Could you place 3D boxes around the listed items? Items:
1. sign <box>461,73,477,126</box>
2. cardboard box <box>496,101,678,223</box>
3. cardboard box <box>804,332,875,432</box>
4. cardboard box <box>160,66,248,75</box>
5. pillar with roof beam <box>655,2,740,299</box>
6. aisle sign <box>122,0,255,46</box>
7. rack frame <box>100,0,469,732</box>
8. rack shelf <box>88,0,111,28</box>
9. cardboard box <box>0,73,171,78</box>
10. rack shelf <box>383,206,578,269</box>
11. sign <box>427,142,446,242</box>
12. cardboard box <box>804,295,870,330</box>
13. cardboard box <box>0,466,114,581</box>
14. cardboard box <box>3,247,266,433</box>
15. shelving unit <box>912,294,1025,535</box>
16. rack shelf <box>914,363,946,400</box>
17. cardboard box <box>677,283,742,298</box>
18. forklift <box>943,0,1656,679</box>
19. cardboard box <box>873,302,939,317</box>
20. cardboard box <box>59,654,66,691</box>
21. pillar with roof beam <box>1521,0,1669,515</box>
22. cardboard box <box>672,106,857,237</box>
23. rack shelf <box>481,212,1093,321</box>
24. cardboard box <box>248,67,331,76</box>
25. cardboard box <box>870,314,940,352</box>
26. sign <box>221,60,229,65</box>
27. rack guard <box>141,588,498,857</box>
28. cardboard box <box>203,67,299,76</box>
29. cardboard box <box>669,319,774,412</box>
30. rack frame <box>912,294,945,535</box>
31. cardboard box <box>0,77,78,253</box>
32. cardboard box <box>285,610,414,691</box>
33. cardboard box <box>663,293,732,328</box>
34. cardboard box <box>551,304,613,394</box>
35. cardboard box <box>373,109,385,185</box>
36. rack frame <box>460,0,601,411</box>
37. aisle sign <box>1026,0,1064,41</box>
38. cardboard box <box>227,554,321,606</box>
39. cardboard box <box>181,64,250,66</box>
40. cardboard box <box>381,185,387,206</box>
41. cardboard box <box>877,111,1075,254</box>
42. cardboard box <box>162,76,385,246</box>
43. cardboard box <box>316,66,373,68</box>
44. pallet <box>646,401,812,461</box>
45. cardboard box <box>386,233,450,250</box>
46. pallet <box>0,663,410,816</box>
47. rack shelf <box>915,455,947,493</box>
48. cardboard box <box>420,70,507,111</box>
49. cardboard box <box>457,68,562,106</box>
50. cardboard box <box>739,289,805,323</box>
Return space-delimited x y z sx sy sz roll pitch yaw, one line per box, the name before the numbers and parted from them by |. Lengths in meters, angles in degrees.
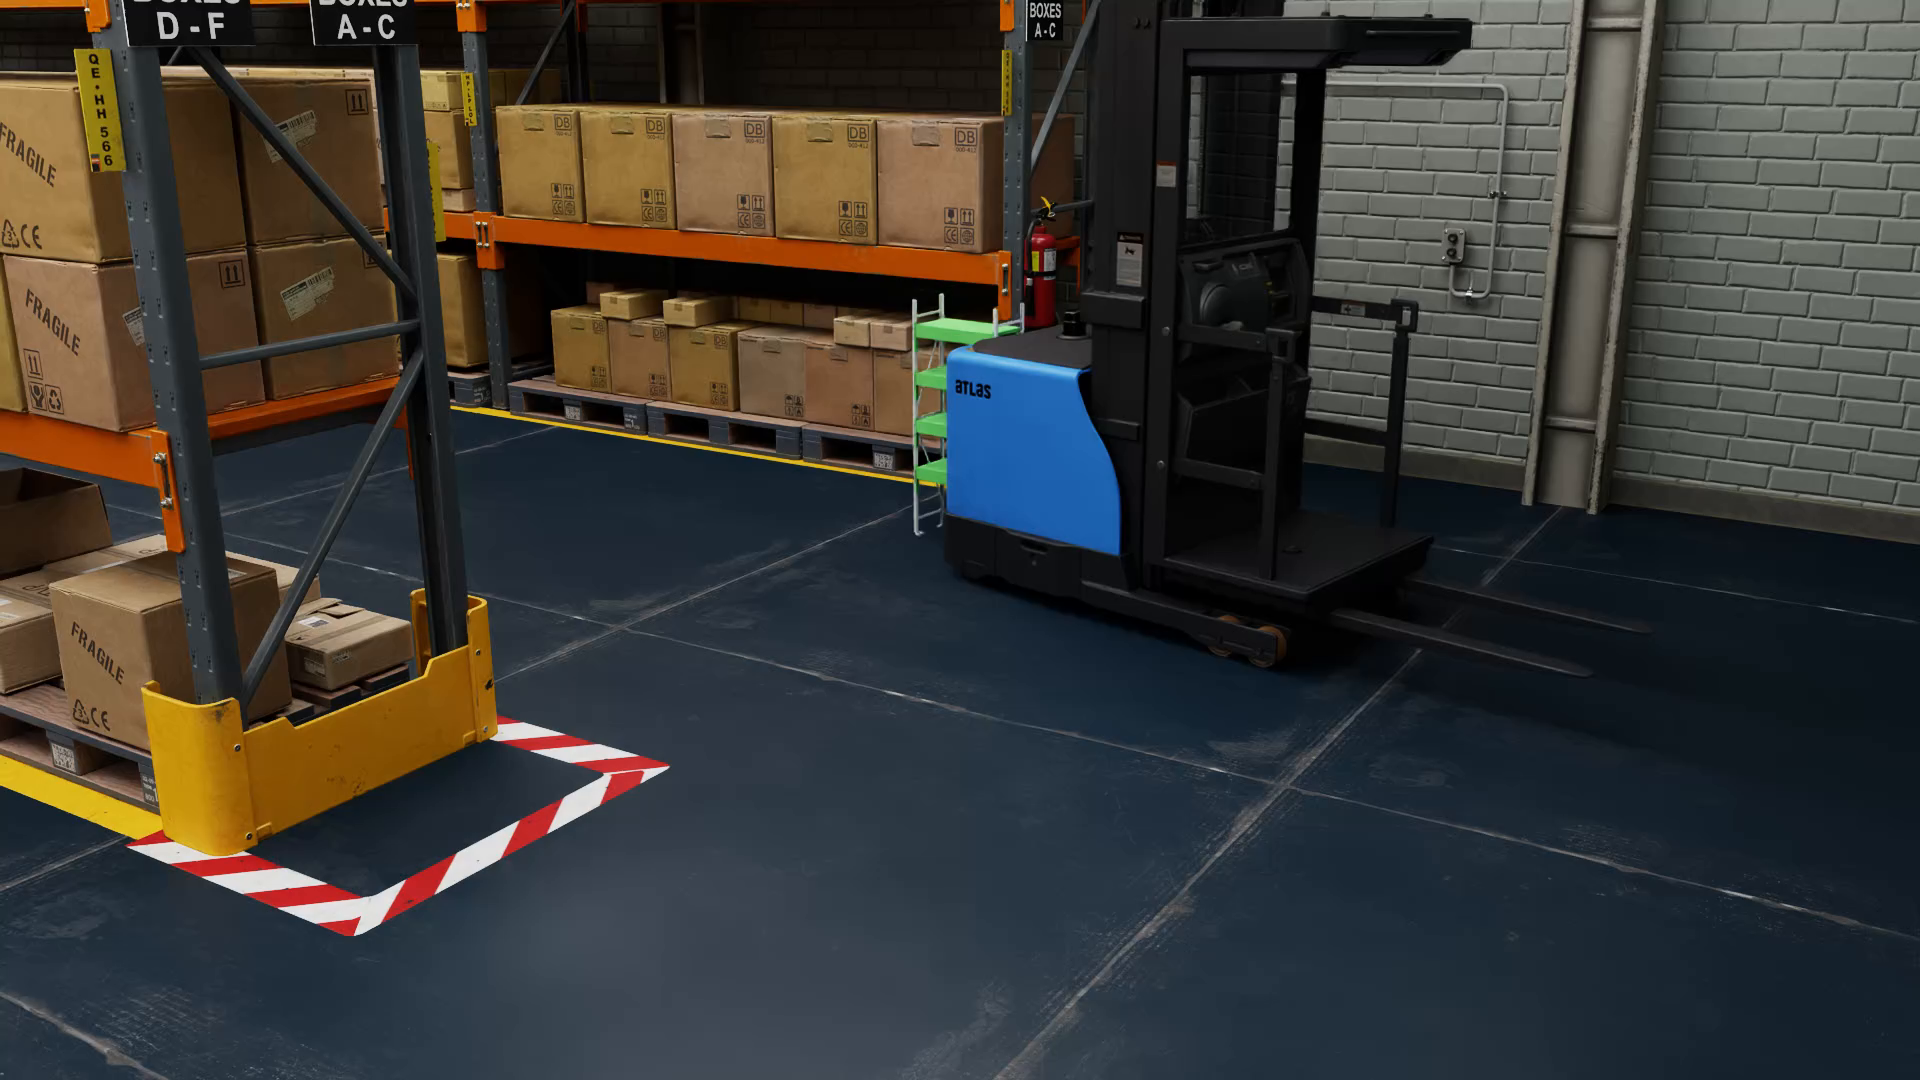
sign | -3.144 -2.822 10.656 0.005 0.325 0.100 10 20 30
cardboard box | -2.414 -2.499 10.932 0.700 0.700 0.980 10 20 31
cardboard box | -0.535 -0.996 10.079 0.500 0.500 0.700 10 20 30
cardboard box | -5.566 -3.395 12.388 0.500 0.250 0.500 10 19 29
pillar with roof beam | -4.072 -4.354 7.233 0.400 9.000 9.100 10 20 30
aisle sign | -2.151 -1.764 4.555 0.004 0.787 0.394 10 20 30
rack frame | -2.049 -0.606 5.216 0.127 3.000 1.000 10 20 30
rack shelf | -3.753 -2.002 5.887 4.000 0.370 1.077 10 20 30
cardboard box | -3.162 -1.420 6.004 0.500 0.500 0.500 10 20 31
rack shelf | -4.572 -2.402 12.366 4.000 0.370 1.077 10 20 30
sign | -1.765 -1.155 5.533 0.005 0.325 0.100 10 20 30
cardboard box | -0.759 -1.415 10.340 0.250 0.149 0.380 10 20 31
cardboard box | -3.854 0.054 6.582 0.637 0.503 0.797 10 20 30
cardboard box | -2.573 -0.655 5.204 0.500 0.500 0.500 11 20 32
shelving unit | 0.039 -0.585 8.242 0.503 1.200 0.258 12 21 35
rack shelf | 0.039 -0.753 8.191 0.480 0.148 0.258 12 21 35
cardboard box | -1.629 -1.570 10.851 0.250 0.149 0.380 9 19 28
forklift | 1.356 -1.060 6.829 3.031 2.935 1.130 15 22 40
cardboard box | -0.329 -1.338 10.088 0.250 0.149 0.380 10 20 30
cardboard box | -2.939 0.433 5.912 0.250 0.166 0.380 10 20 30
pillar with roof beam | 1.041 -3.442 4.229 0.400 9.000 9.100 10 20 30
cardboard box | -1.170 -2.279 10.205 0.700 0.700 0.980 9 19 27
rack shelf | -1.164 -1.794 10.363 4.000 0.370 1.077 10 20 30
cardboard box | -4.700 -3.244 11.890 0.500 0.250 0.500 10 19 29
cardboard box | -0.313 -1.205 9.650 0.250 0.149 0.380 10 19 29
sign | -5.989 -3.743 13.549 0.005 0.325 0.100 10 20 30
rack guard | -2.113 0.578 5.618 0.348 0.500 1.175 10 20 30
cardboard box | -5.138 -3.320 12.140 0.500 0.250 0.500 10 20 30
cardboard box | -1.422 -1.152 10.591 0.500 0.500 0.700 11 20 31
rack frame | -0.156 -0.627 8.382 0.015 1.200 0.240 12 21 35
cardboard box | -3.003 -1.209 5.308 0.500 0.500 0.500 11 20 32
cardboard box | -2.226 0.398 6.057 0.250 0.149 0.380 10 20 30
cardboard box | -1.643 -1.442 10.429 0.250 0.149 0.380 9 19 28
cardboard box | -2.284 -1.308 11.104 0.500 0.500 0.700 10 20 31
cardboard box | -3.833 -2.725 11.473 0.500 0.500 0.500 10 20 31
rack frame | -2.868 -2.442 11.260 0.127 3.000 1.000 10 20 30
aisle sign | 0.445 -2.992 8.599 0.004 0.787 0.394 10 20 30
cardboard box | -2.790 0.270 6.306 0.500 0.250 0.500 10 20 30
cardboard box | -5.754 -3.604 13.078 0.500 0.250 0.500 11 20 32
cardboard box | -3.985 -2.422 11.590 0.250 0.149 0.380 10 20 30
cardboard box | 0.101 -2.052 9.461 0.700 0.700 0.980 11 20 33
cardboard box | -2.289 -1.265 5.494 0.500 0.500 0.500 11 20 32
cardboard box | -4.445 -3.369 12.302 0.500 0.250 0.500 10 19 29
pallet | -1.217 -0.788 10.611 1.213 0.211 1.003 10 20 30
cardboard box | -4.249 -1.816 12.174 0.750 0.750 0.750 11 20 32
pallet | -2.793 0.595 6.058 1.213 0.211 1.003 10 20 30
rack shelf | 0.039 -0.294 8.331 0.480 0.148 0.258 12 21 35
cardboard box | -3.400 -3.008 11.116 0.500 0.250 0.500 11 20 31
cardboard box | -3.124 -3.135 11.533 0.500 0.250 0.500 11 20 32
cardboard box | -1.194 -1.492 10.595 0.250 0.149 0.380 10 19 29
